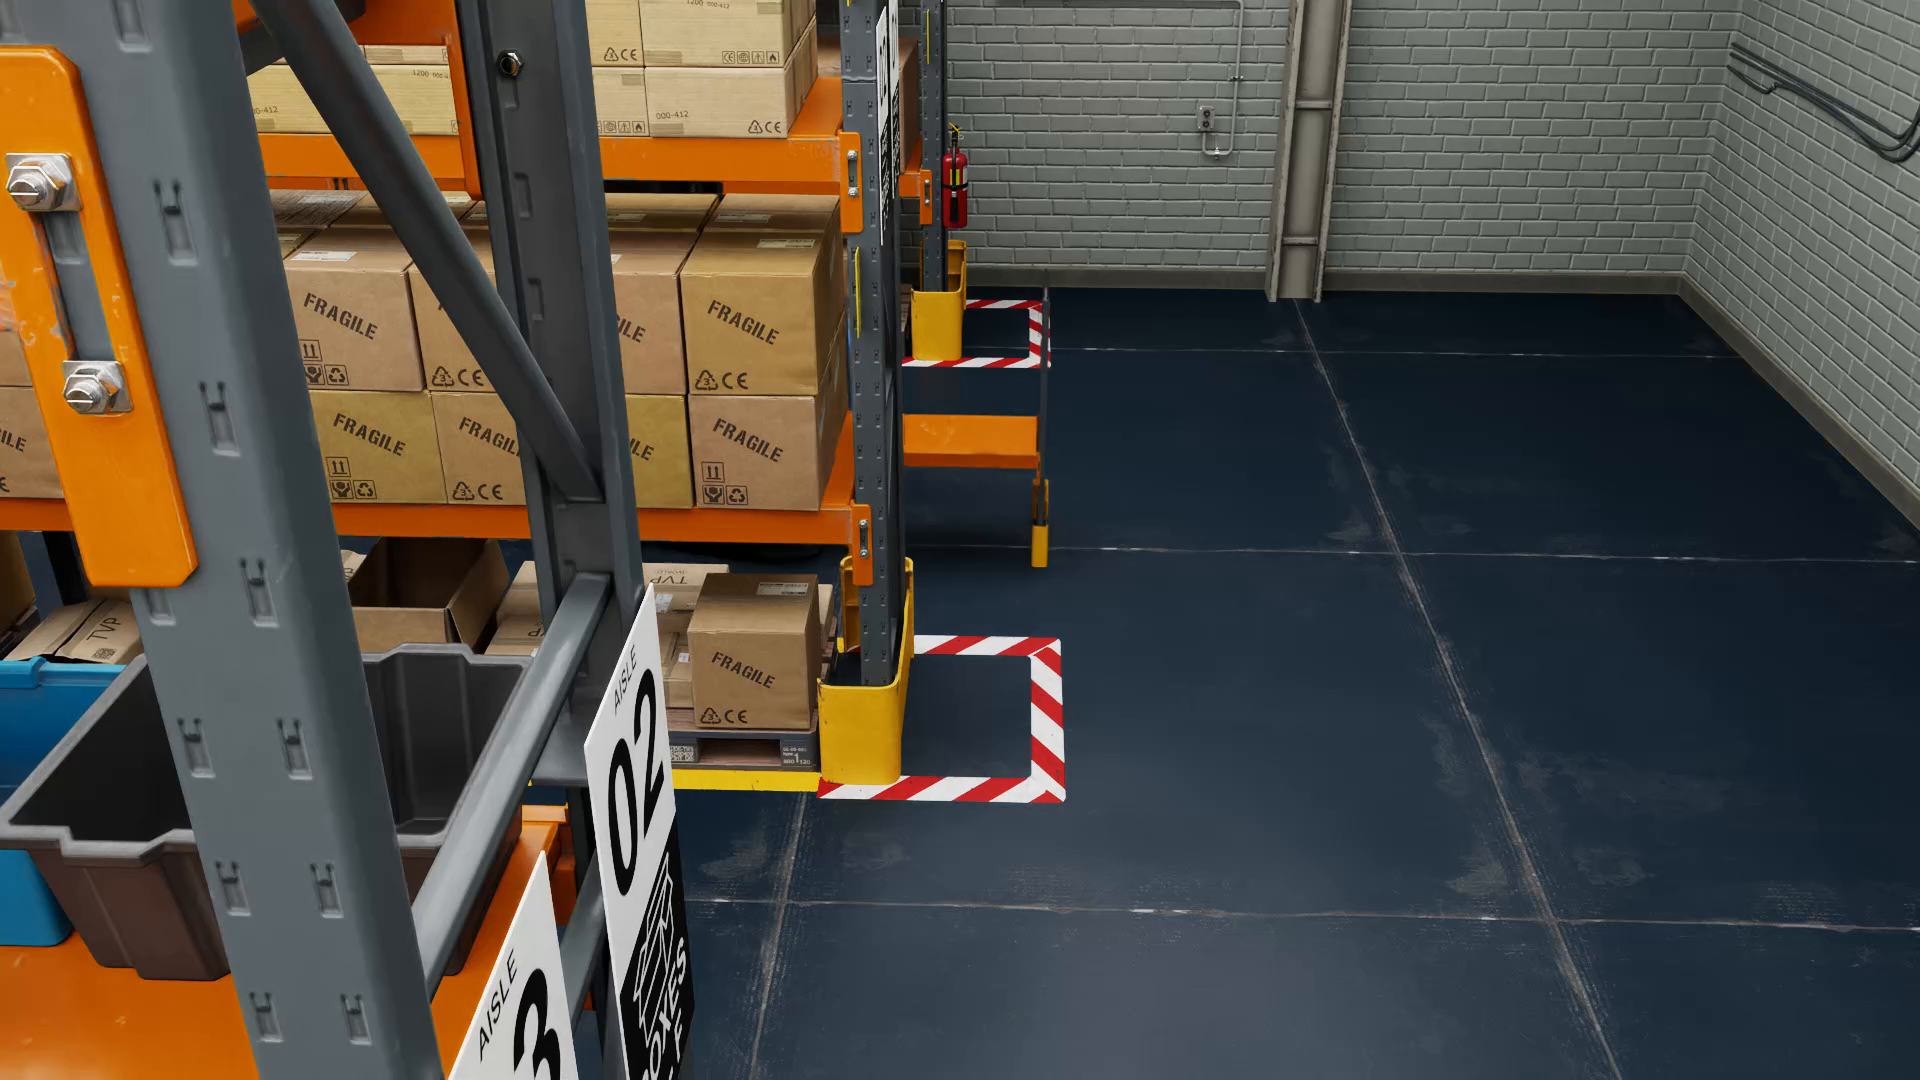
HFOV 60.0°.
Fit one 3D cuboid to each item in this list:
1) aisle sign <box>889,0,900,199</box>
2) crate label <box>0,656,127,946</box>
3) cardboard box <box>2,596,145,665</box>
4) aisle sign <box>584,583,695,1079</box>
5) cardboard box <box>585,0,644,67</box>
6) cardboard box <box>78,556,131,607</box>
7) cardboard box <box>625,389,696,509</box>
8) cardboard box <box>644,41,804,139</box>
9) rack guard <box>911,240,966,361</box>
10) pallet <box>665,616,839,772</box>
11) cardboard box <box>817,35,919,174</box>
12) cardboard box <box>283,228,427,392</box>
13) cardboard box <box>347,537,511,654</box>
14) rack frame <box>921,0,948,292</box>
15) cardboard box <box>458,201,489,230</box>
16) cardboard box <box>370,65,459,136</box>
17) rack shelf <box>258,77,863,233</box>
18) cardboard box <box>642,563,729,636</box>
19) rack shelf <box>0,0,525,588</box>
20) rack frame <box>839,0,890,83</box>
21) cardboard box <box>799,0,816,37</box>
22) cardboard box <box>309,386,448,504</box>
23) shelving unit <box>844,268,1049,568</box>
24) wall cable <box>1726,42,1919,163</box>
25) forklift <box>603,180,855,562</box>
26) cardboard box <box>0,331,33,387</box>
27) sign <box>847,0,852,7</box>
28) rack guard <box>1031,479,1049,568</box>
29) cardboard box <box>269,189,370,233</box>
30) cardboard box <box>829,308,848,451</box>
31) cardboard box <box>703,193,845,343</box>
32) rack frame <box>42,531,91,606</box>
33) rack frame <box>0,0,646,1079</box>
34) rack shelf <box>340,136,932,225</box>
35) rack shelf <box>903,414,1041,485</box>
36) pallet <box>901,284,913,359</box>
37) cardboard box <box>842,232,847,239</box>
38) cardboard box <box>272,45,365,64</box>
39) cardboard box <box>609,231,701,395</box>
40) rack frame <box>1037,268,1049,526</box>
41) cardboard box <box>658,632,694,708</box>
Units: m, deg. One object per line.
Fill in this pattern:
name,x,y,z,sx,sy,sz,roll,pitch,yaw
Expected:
aisle sign,-0.262,-1.817,6.700,0.004,0.787,0.394,1,28,2
crate label,-1.430,0.360,2.324,0.502,0.251,0.408,1,28,2
cardboard box,-3.926,0.503,7.499,0.500,0.311,0.500,1,28,2
aisle sign,-0.437,0.500,2.329,0.004,0.787,0.394,1,28,2
cardboard box,-1.363,-1.909,6.073,0.500,0.250,0.500,1,28,2
cardboard box,-3.759,0.188,7.891,0.500,0.500,0.500,1,28,2
cardboard box,-1.317,-0.463,6.815,0.500,0.500,0.500,1,28,2
cardboard box,-0.863,-1.676,6.167,0.500,0.250,0.500,1,28,2
rack guard,-0.146,-1.746,12.010,0.348,0.500,1.175,1,28,2
pallet,-1.213,0.686,7.731,1.213,0.211,1.003,1,28,2
cardboard box,-0.680,-2.987,11.362,0.700,0.700,0.980,2,28,4
cardboard box,-2.332,-0.920,6.608,0.500,0.500,0.500,2,28,3
cardboard box,-2.460,0.339,7.604,0.637,0.503,0.797,1,28,2
rack frame,-0.170,-2.851,11.425,0.127,3.000,1.000,1,28,2
cardboard box,-1.797,-1.165,7.070,0.500,0.500,0.500,1,28,3
cardboard box,-1.863,-1.692,6.196,0.500,0.250,0.500,1,28,2
rack shelf,-2.339,-1.573,6.580,4.000,0.370,1.077,1,28,2
cardboard box,-1.374,0.338,7.875,0.500,0.250,0.500,1,28,2
rack shelf,-2.518,-0.403,1.597,4.000,0.370,1.077,1,28,2
rack frame,-0.341,-3.183,5.646,0.127,3.000,1.000,1,28,2
cardboard box,-0.845,-2.142,6.513,0.500,0.250,0.500,1,28,2
cardboard box,-2.318,-0.482,6.851,0.500,0.500,0.500,1,28,1
shelving unit,-0.057,-0.660,8.893,1.083,1.500,0.587,1,28,2
wall cable,5.470,-3.869,10.256,0.112,2.526,3.097,1,28,2
forklift,-2.087,-1.563,9.068,3.031,2.935,1.130,8,29,15
cardboard box,-3.877,-0.945,6.655,0.500,0.500,0.500,2,28,3
sign,-0.380,-1.989,5.652,0.005,0.325,0.100,1,28,2
rack guard,0.441,-0.097,9.166,0.087,0.250,0.587,1,28,2
cardboard box,-2.808,-1.181,7.102,0.500,0.500,0.500,1,28,2
cardboard box,-0.775,-0.707,7.275,0.500,0.500,0.500,2,28,3
cardboard box,-0.775,-1.149,7.040,0.500,0.500,0.500,2,28,3
rack frame,-4.338,-0.598,7.176,0.127,3.000,1.000,1,28,2
rack frame,-0.519,-0.864,1.273,0.127,3.000,1.000,1,28,2
rack shelf,-2.168,-2.566,11.656,4.000,0.370,1.077,1,28,2
rack shelf,-0.066,-0.501,8.978,1.000,0.185,0.538,1,28,2
pallet,-0.971,-1.595,12.034,1.213,0.211,1.003,1,28,2
cardboard box,-0.741,-2.275,11.867,0.250,0.149,0.380,1,28,2
cardboard box,-2.362,-1.925,6.102,0.500,0.250,0.500,1,28,2
cardboard box,-1.300,-0.905,6.580,0.500,0.500,0.500,2,28,3
rack frame,0.442,-0.649,8.873,0.032,1.500,0.500,1,28,2
cardboard box,-1.294,0.583,7.503,0.250,0.166,0.380,1,28,2
